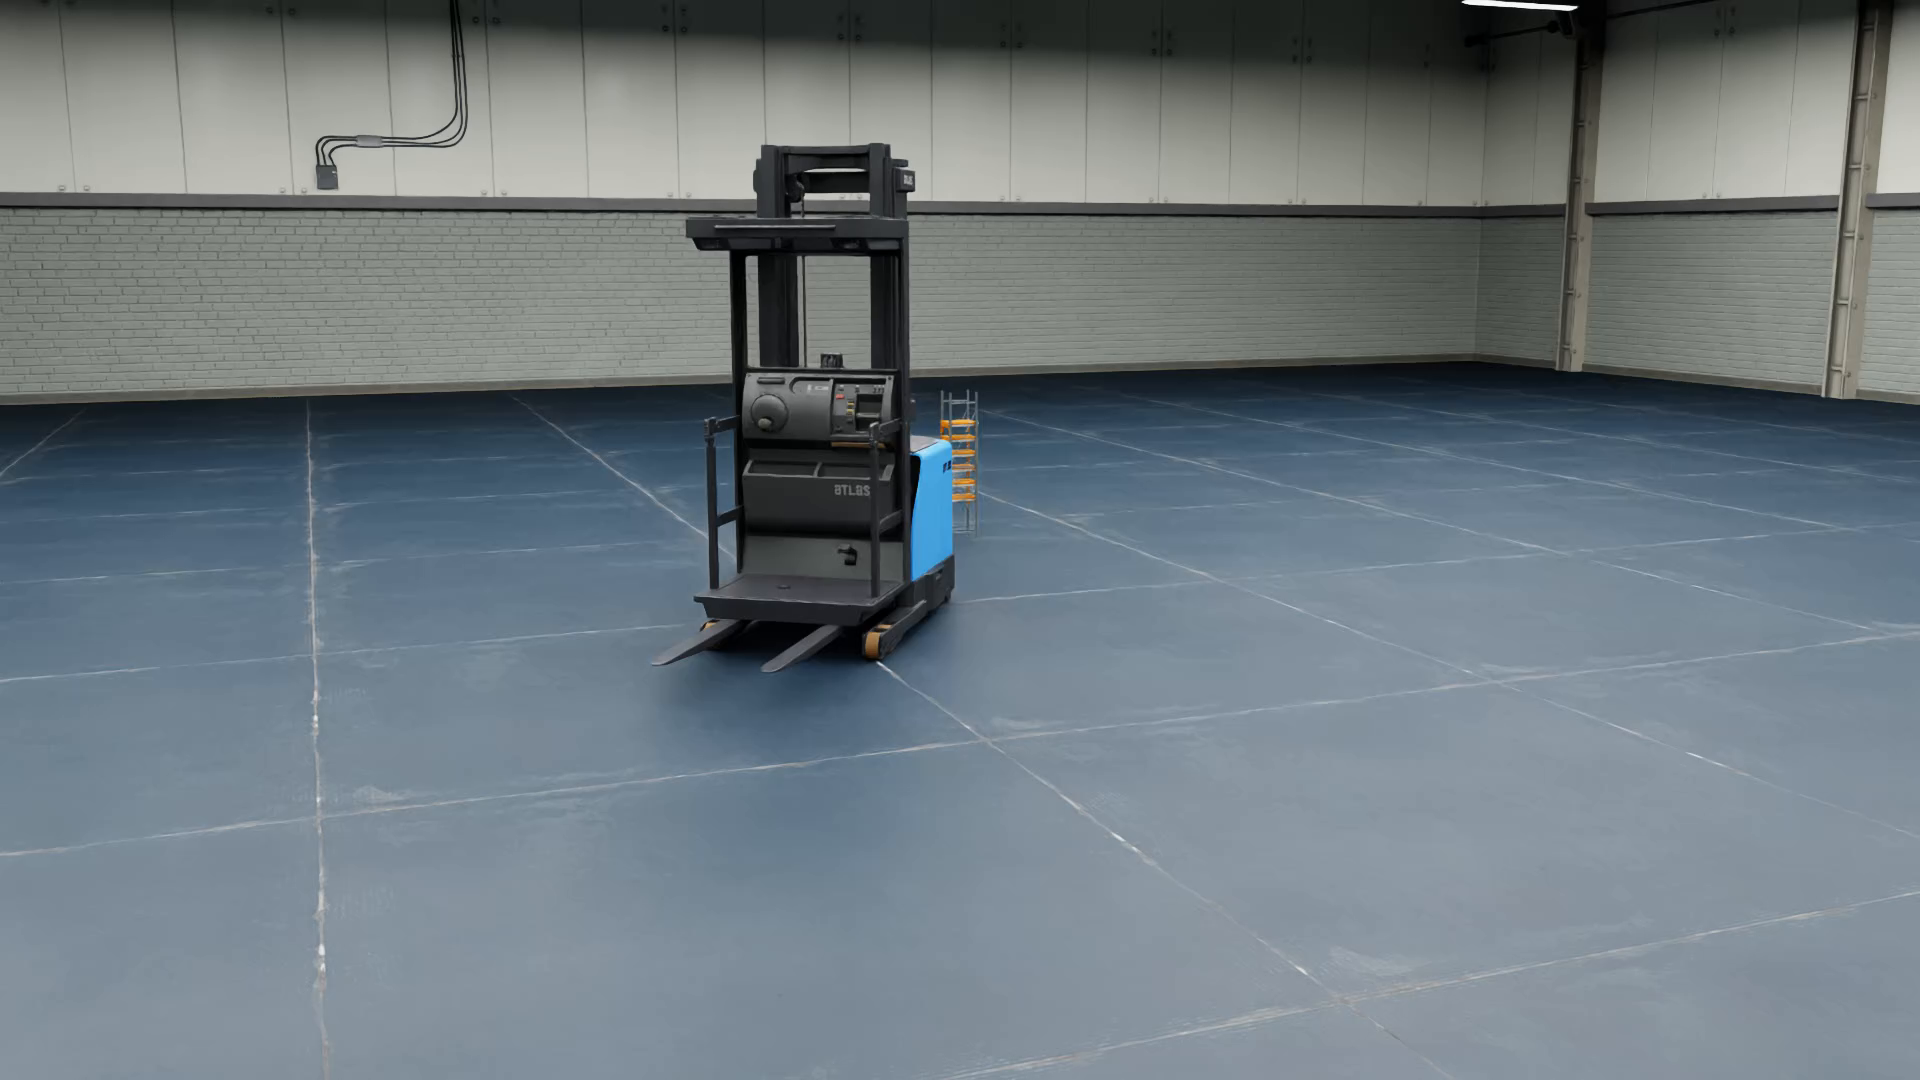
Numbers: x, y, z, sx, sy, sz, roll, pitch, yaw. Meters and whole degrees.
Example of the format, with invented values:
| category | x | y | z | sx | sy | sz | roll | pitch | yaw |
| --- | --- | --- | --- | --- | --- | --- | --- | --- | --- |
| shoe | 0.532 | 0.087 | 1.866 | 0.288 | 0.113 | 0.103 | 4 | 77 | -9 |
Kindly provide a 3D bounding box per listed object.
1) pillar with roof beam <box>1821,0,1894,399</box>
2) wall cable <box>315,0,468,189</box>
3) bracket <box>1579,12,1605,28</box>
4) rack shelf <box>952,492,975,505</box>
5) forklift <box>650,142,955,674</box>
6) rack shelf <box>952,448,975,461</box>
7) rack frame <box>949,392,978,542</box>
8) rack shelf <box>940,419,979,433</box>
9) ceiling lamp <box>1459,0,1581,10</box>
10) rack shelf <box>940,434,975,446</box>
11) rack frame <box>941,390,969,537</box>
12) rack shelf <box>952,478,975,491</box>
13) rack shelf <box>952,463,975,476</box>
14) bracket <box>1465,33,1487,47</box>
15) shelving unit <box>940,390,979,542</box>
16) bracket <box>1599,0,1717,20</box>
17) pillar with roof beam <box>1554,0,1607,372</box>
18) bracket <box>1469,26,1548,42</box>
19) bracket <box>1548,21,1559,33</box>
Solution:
| category | x | y | z | sx | sy | sz | roll | pitch | yaw |
| --- | --- | --- | --- | --- | --- | --- | --- | --- | --- |
| pillar with roof beam | 9.649 | -6.368 | 23.522 | 9.100 | 9.000 | 0.400 | -4 | 11 | -21 |
| wall cable | -8.853 | -8.460 | 25.575 | 2.305 | 6.003 | 0.169 | -4 | 11 | -21 |
| bracket | 11.306 | -9.302 | 29.741 | 0.235 | 0.232 | 0.430 | -4 | 11 | -21 |
| rack shelf | -0.005 | -0.313 | 13.378 | 0.258 | 0.103 | 0.180 | -4 | 11 | -21 |
| forklift | -0.897 | -0.827 | 9.700 | 1.130 | 2.935 | 3.031 | 3 | 10 | 14 |
| rack shelf | -0.005 | -0.667 | 13.315 | 0.258 | 0.103 | 0.180 | -4 | 11 | -21 |
| rack frame | 0.028 | -0.578 | 13.244 | 0.240 | 1.200 | 0.006 | -4 | 11 | -21 |
| rack shelf | -0.005 | -0.904 | 13.273 | 0.258 | 0.103 | 0.180 | -4 | 11 | -21 |
| ceiling lamp | 8.264 | -9.548 | 24.737 | 2.000 | 3.185 | 0.800 | -4 | 11 | -21 |
| rack shelf | -0.005 | -0.786 | 13.294 | 0.258 | 0.103 | 0.180 | -4 | 11 | -21 |
| rack frame | -0.038 | -0.608 | 13.412 | 0.240 | 1.200 | 0.006 | -4 | 11 | -21 |
| rack shelf | -0.005 | -0.431 | 13.357 | 0.258 | 0.103 | 0.180 | -4 | 11 | -21 |
| rack shelf | -0.005 | -0.549 | 13.336 | 0.258 | 0.103 | 0.180 | -4 | 11 | -21 |
| bracket | 10.147 | -9.824 | 32.677 | 0.235 | 0.232 | 0.430 | -4 | 11 | -21 |
| shelving unit | -0.005 | -0.593 | 13.328 | 0.258 | 1.200 | 0.189 | -4 | 11 | -21 |
| bracket | 12.240 | -8.881 | 27.377 | 0.076 | 0.066 | 4.783 | -4 | 11 | -21 |
| pillar with roof beam | 7.474 | -7.347 | 29.028 | 9.100 | 9.000 | 0.548 | -4 | 11 | -21 |
| bracket | 10.361 | -9.728 | 32.135 | 0.076 | 0.066 | 3.189 | -4 | 11 | -21 |
| bracket | 11.005 | -9.437 | 30.502 | 0.235 | 0.232 | 0.430 | -4 | 11 | -21 |
